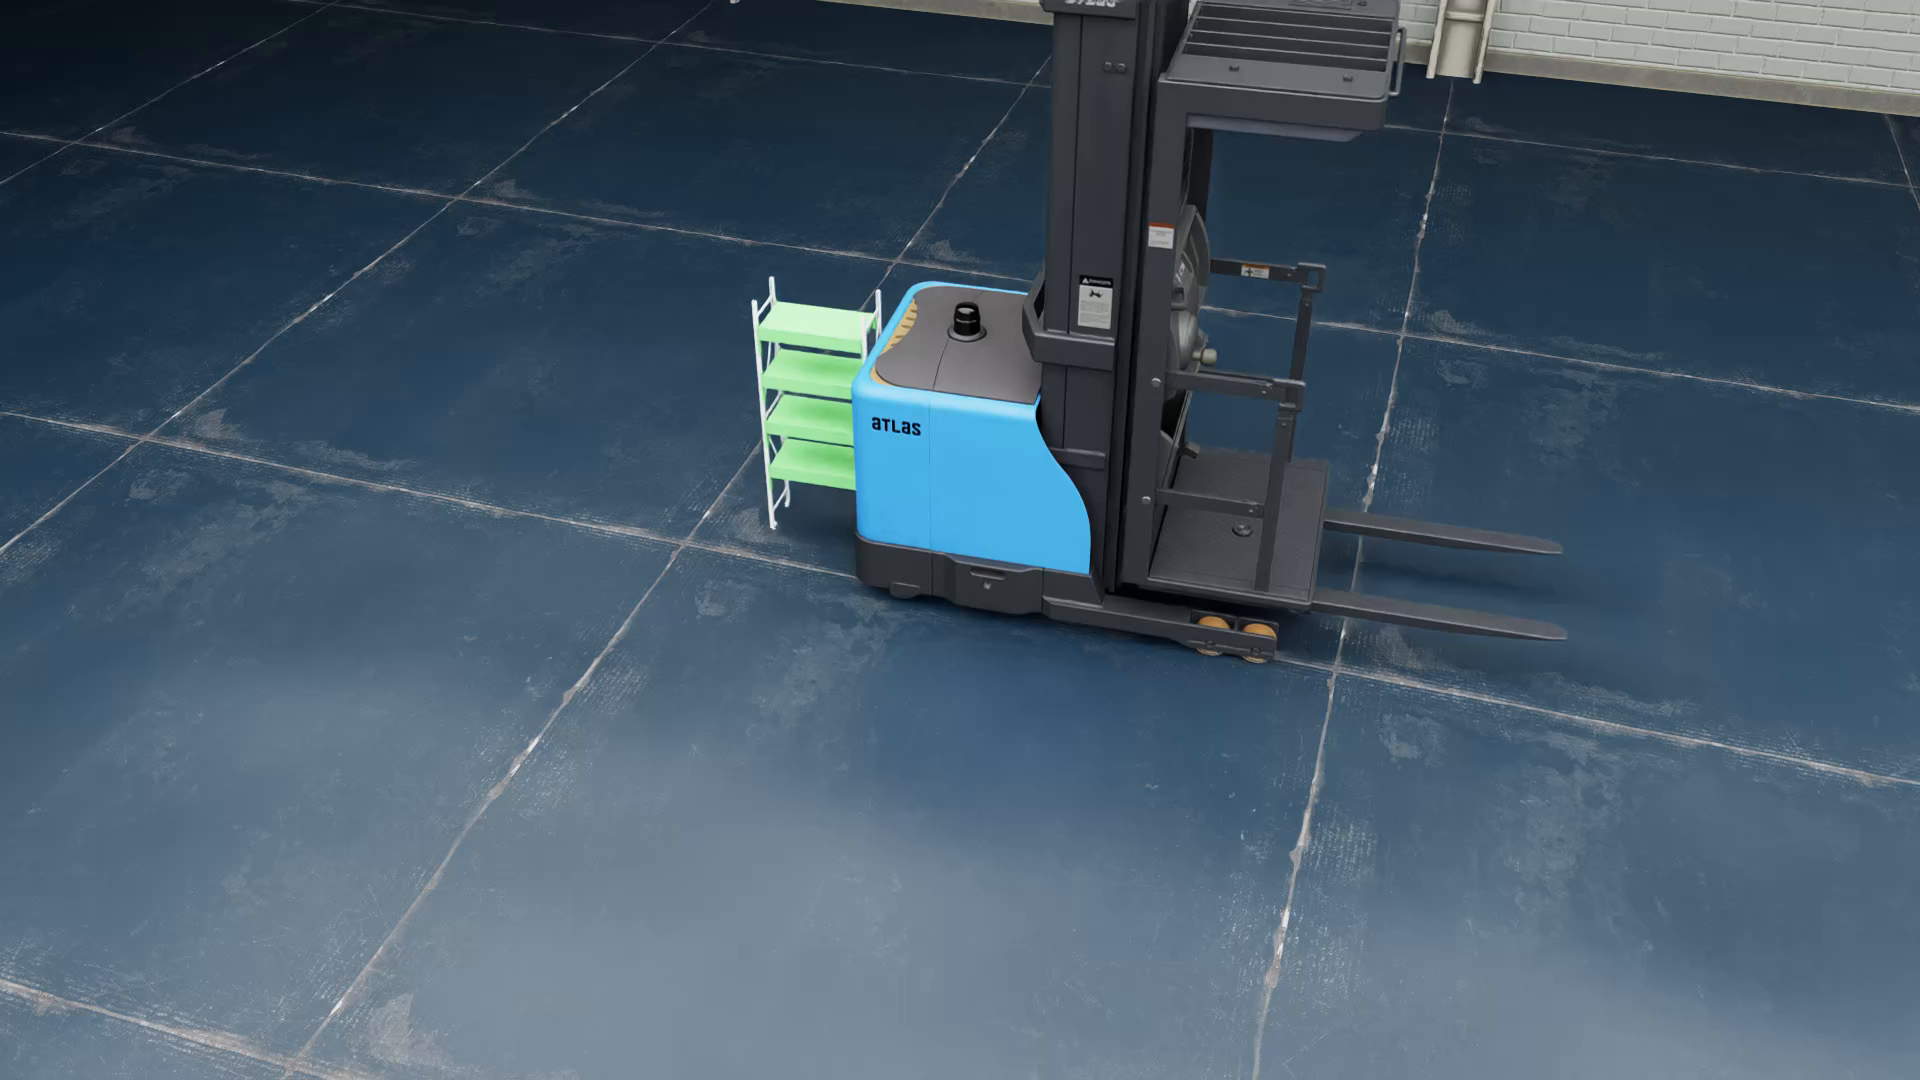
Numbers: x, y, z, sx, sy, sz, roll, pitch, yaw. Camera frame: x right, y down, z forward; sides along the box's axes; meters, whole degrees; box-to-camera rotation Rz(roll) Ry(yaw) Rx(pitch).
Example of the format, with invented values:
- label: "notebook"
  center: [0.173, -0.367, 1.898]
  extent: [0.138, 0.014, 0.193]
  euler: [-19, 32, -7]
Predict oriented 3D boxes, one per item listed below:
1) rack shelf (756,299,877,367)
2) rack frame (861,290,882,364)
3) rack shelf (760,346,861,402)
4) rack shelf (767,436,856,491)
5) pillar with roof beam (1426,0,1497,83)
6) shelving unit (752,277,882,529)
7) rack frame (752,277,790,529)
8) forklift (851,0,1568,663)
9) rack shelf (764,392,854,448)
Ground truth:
- label: "rack shelf"
  center: [-0.617, -0.902, 7.261]
  extent: [0.480, 0.148, 0.258]
  euler: [9, 37, 12]
- label: "rack frame"
  center: [-0.381, -0.530, 7.459]
  extent: [0.015, 1.200, 0.240]
  euler: [9, 37, 12]
- label: "rack shelf"
  center: [-0.617, -0.708, 7.403]
  extent: [0.480, 0.148, 0.258]
  euler: [9, 37, 12]
- label: "rack shelf"
  center: [-0.617, -0.322, 7.688]
  extent: [0.480, 0.148, 0.258]
  euler: [9, 37, 12]
- label: "pillar with roof beam"
  center: [2.441, -4.703, 6.549]
  extent: [0.400, 9.000, 9.100]
  euler: [10, 38, 14]
- label: "shelving unit"
  center: [-0.617, -0.567, 7.508]
  extent: [0.503, 1.200, 0.258]
  euler: [9, 37, 12]
- label: "rack frame"
  center: [-0.853, -0.603, 7.557]
  extent: [0.015, 1.200, 0.240]
  euler: [9, 37, 12]
- label: "forklift"
  center: [1.111, -1.010, 6.650]
  extent: [3.031, 2.935, 1.130]
  euler: [9, 37, 12]
- label: "rack shelf"
  center: [-0.617, -0.515, 7.546]
  extent: [0.480, 0.148, 0.258]
  euler: [9, 37, 12]
